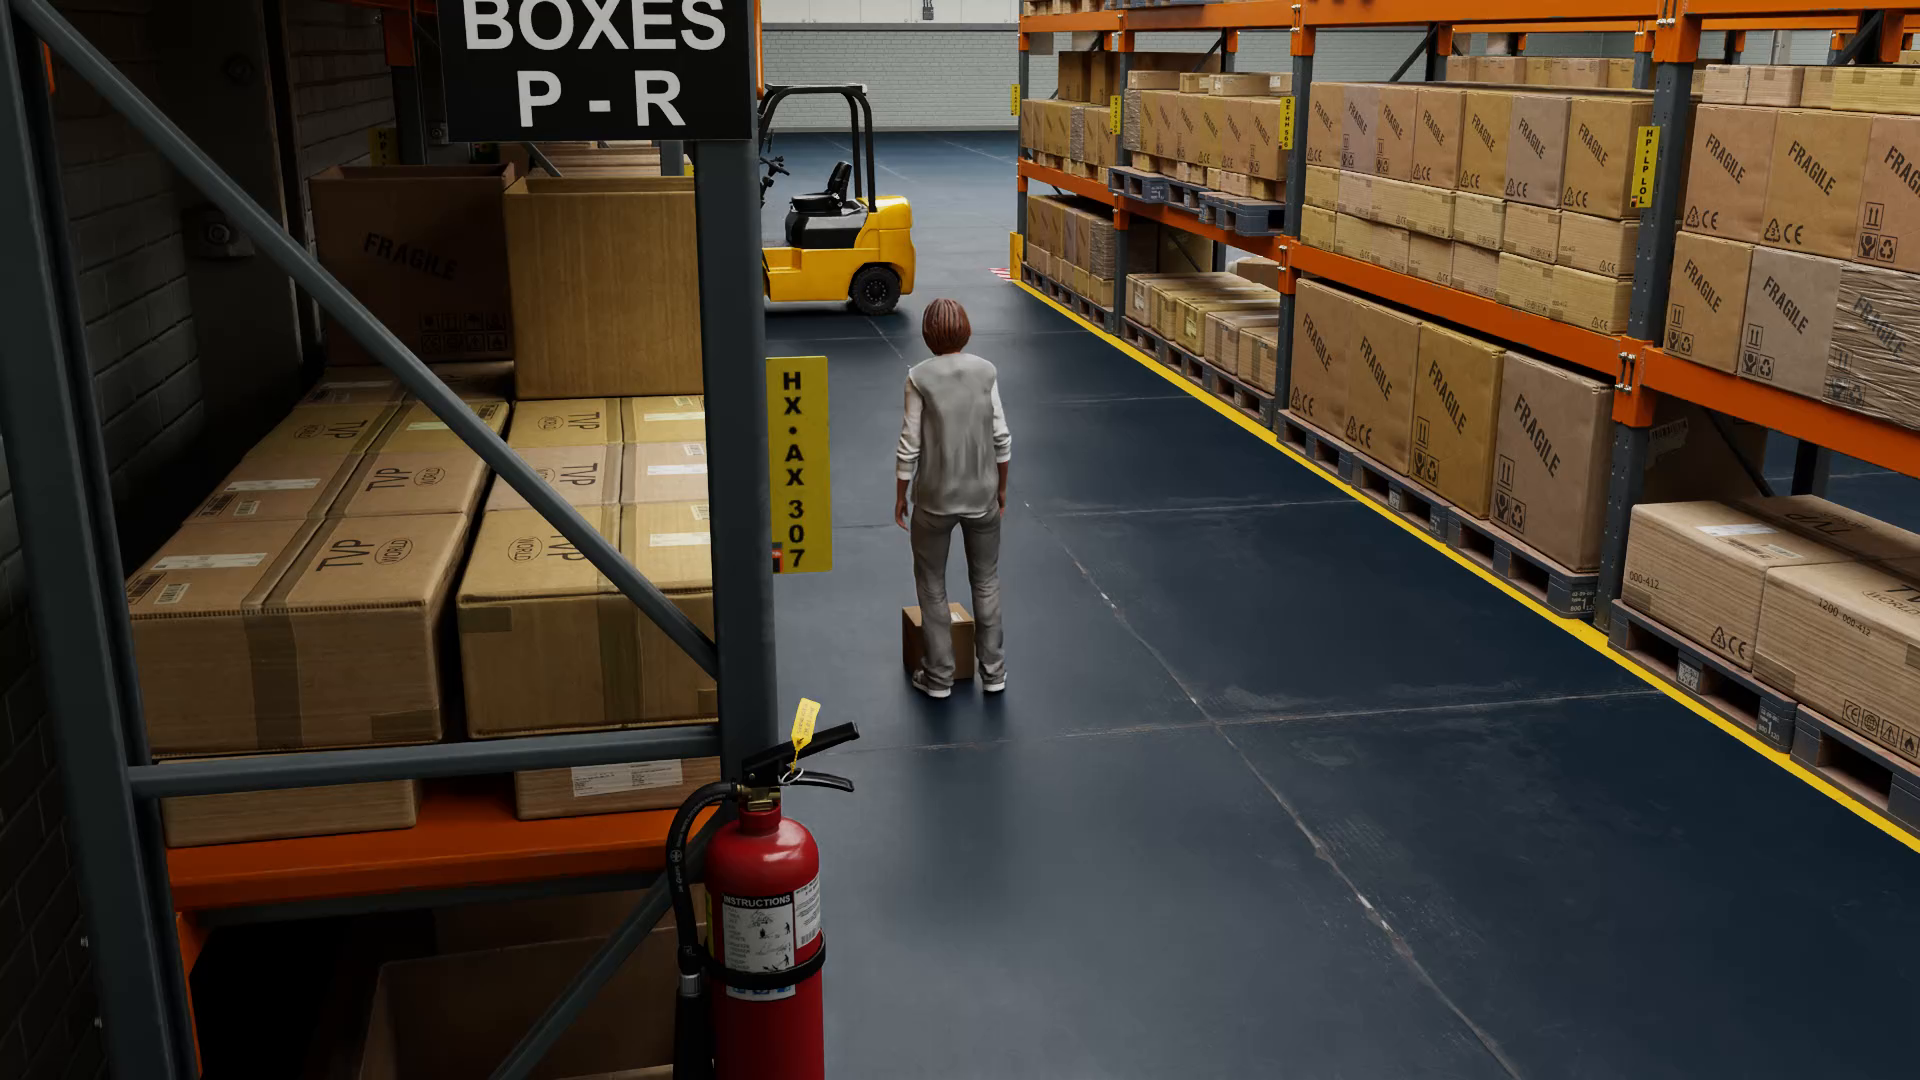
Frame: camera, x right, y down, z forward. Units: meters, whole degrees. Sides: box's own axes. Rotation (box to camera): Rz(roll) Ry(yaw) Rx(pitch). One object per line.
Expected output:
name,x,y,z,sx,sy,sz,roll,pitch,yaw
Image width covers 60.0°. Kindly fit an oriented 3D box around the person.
person,-0.021,-0.146,6.563,0.483,1.582,0.341,-5,17,-15
